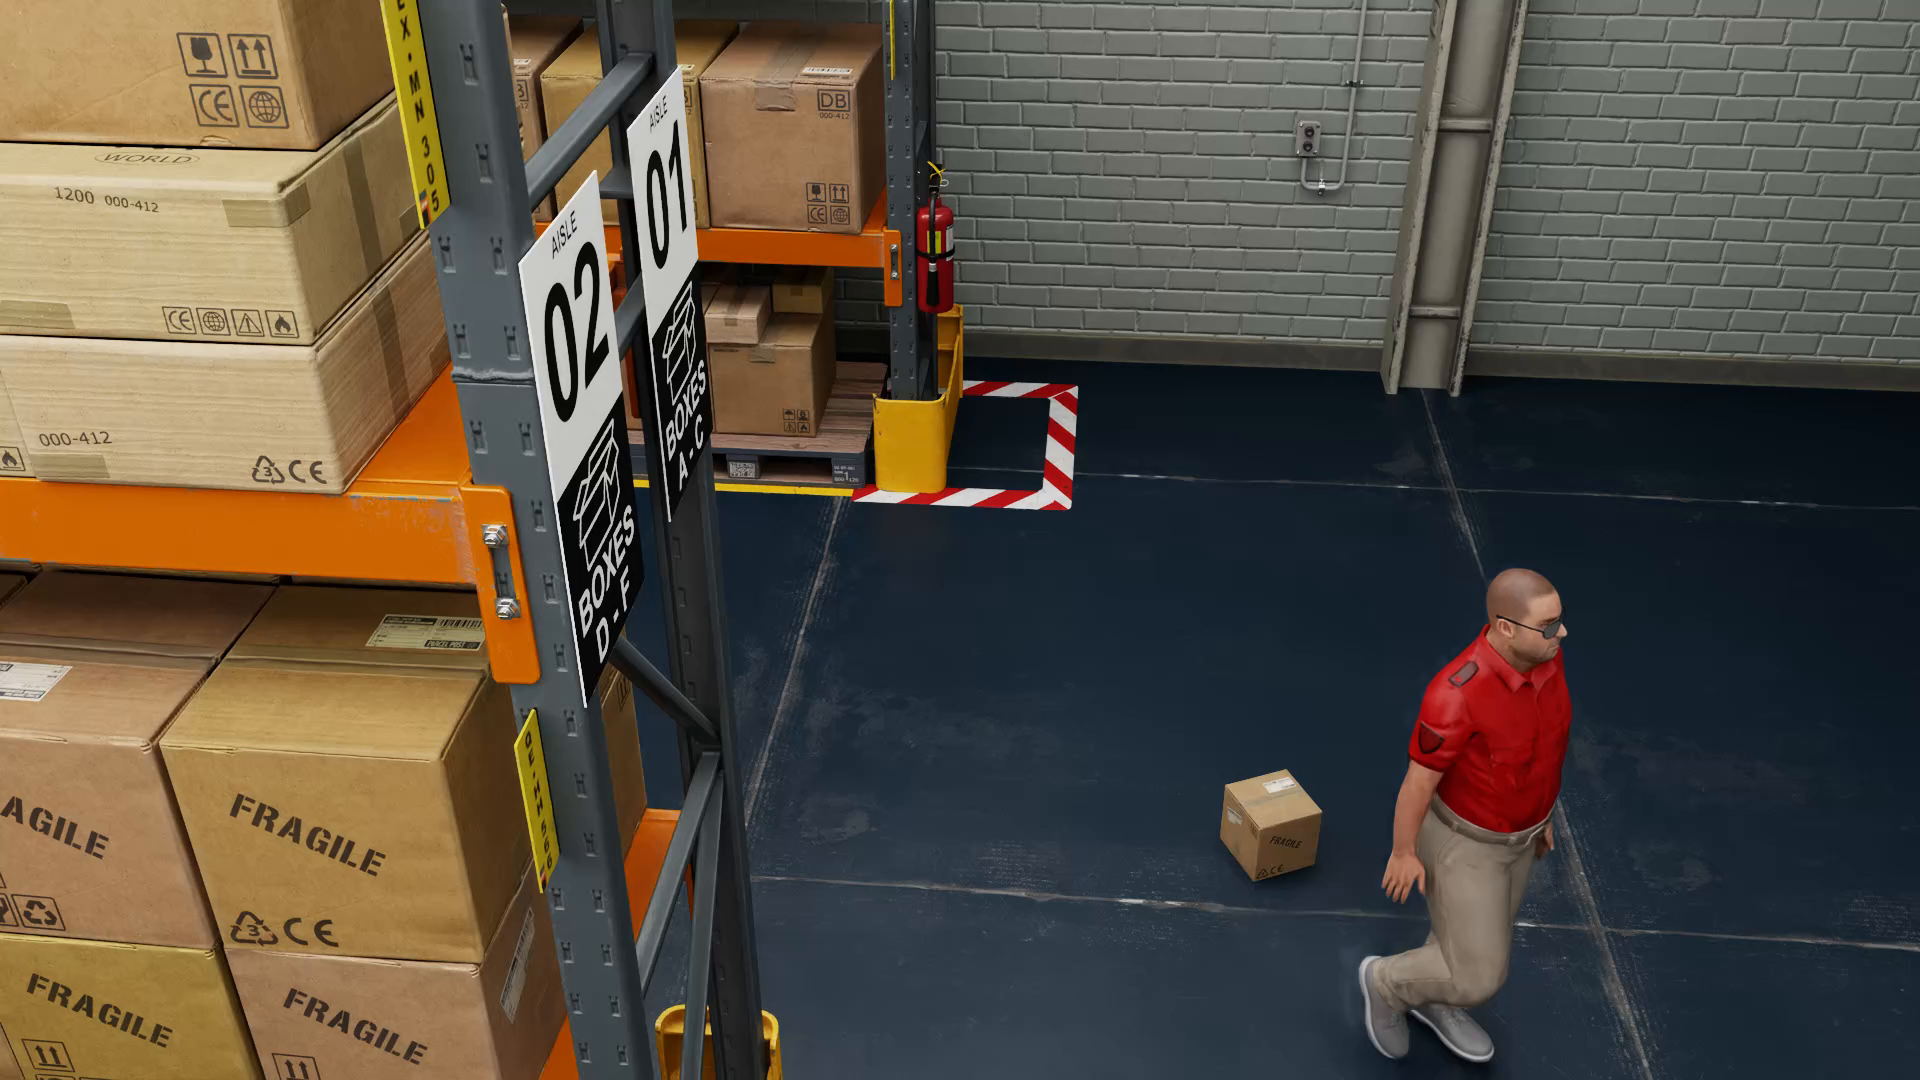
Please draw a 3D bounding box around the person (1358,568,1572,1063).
[{"bbox_3d":[1.488,0.846,4.754,0.574,1.743,0.471,-25,39,-34],"label":"person"}]
